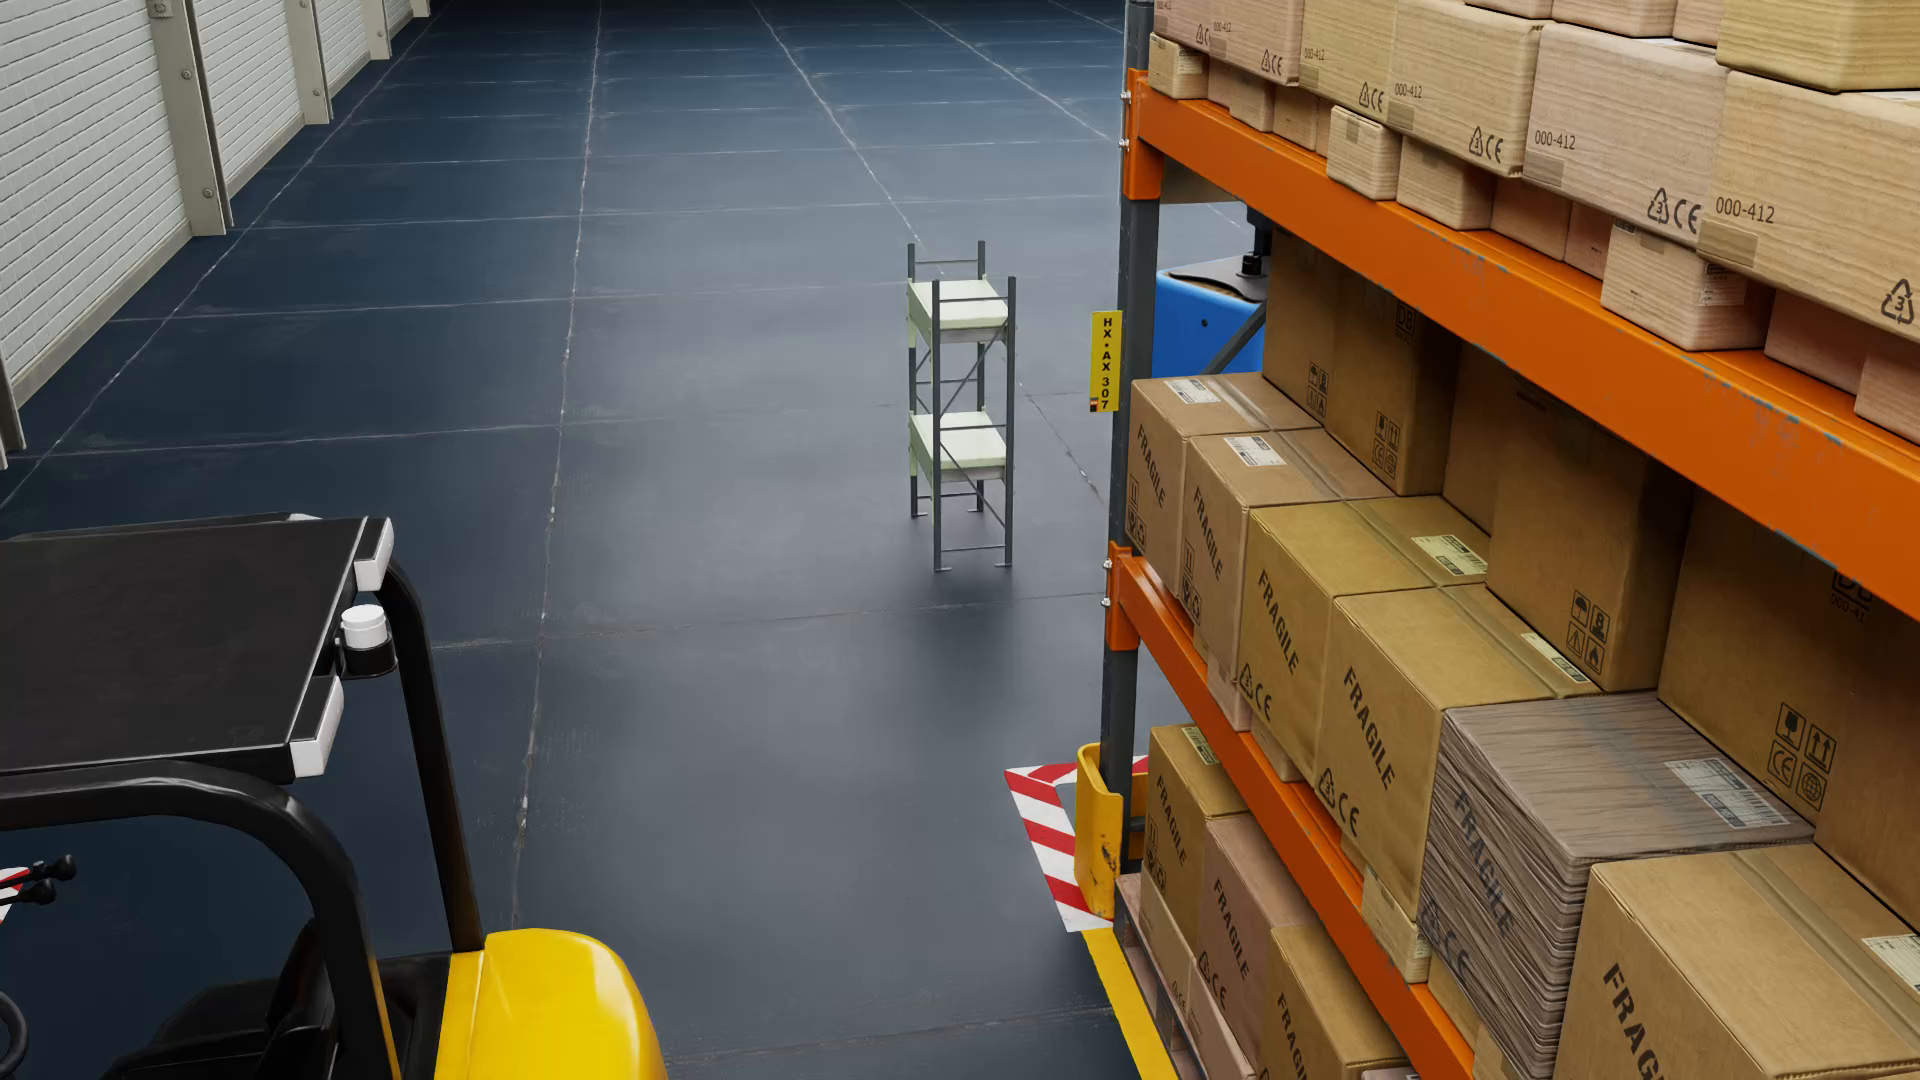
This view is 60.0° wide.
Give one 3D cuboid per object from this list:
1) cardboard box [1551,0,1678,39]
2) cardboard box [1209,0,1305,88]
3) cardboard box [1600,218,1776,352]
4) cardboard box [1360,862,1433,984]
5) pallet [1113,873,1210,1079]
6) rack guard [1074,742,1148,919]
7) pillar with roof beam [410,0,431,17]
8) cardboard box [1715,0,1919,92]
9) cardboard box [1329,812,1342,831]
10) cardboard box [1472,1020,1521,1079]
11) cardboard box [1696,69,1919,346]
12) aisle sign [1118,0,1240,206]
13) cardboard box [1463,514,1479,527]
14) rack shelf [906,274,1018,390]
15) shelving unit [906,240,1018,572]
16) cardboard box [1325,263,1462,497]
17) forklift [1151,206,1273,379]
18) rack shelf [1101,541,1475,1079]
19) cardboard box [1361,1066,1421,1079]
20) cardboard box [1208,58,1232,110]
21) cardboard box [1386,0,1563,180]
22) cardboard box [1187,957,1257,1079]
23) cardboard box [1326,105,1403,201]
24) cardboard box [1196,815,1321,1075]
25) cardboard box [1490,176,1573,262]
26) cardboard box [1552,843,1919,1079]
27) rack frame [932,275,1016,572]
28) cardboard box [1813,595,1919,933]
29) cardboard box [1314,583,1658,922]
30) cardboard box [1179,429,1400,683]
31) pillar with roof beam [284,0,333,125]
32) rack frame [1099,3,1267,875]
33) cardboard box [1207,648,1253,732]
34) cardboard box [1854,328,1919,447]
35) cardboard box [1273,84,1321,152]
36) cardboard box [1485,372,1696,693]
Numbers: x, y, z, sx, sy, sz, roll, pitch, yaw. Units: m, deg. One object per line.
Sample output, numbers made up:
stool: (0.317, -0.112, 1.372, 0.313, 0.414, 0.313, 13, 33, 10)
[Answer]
cardboard box: (1.152, -0.865, 2.553, 0.380, 0.149, 0.250, -4, 24, -9)
cardboard box: (0.907, -1.226, 3.877, 0.500, 0.250, 0.500, -5, 24, -11)
cardboard box: (1.197, -0.393, 2.469, 0.380, 0.149, 0.250, -4, 24, -8)
cardboard box: (1.080, 0.784, 3.521, 0.380, 0.149, 0.250, -4, 24, -9)
pallet: (1.122, 1.430, 5.212, 1.003, 0.211, 1.213, -4, 24, -10)
rack guard: (1.006, 0.976, 5.892, 1.175, 0.500, 0.348, -4, 24, -10)
pillar with roof beam: (-5.959, -14.358, 30.383, 9.100, 9.000, 0.400, -4, 24, -10)
cardboard box: (1.198, -0.658, 2.078, 0.380, 0.149, 0.250, -4, 24, -8)
cardboard box: (1.072, 0.575, 4.000, 0.380, 0.149, 0.250, -3, 24, -8)
cardboard box: (1.182, 0.985, 3.060, 0.380, 0.149, 0.250, -5, 24, -11)
cardboard box: (1.291, -0.421, 2.034, 0.500, 0.250, 0.500, -5, 24, -11)
aisle sign: (0.676, -1.393, 4.943, 0.394, 0.787, 0.004, -4, 24, -10)
cardboard box: (1.540, 0.205, 4.035, 0.500, 0.500, 0.500, -4, 24, -10)
rack shelf: (-0.001, -1.048, 8.300, 0.431, 0.370, 0.720, -4, 24, -10)
shelving unit: (-0.001, -0.690, 8.456, 0.431, 1.500, 0.755, -4, 24, -10)
cardboard box: (1.387, -0.456, 4.300, 0.700, 0.500, 0.500, -4, 24, -9)
forklift: (2.568, -2.083, 9.857, 3.031, 2.935, 1.130, -15, 28, -31)
rack shelf: (1.362, 0.916, 3.803, 1.077, 0.370, 4.000, -4, 24, -10)
cardboard box: (1.167, 1.484, 3.578, 0.500, 0.500, 0.500, -3, 24, -7)
cardboard box: (0.871, -1.208, 4.335, 0.380, 0.149, 0.250, -5, 24, -11)
cardboard box: (1.102, -0.821, 2.951, 0.500, 0.250, 0.500, -4, 24, -9)
cardboard box: (0.956, 1.407, 4.692, 0.500, 0.250, 0.500, -3, 24, -8)
cardboard box: (0.977, -0.797, 3.393, 0.380, 0.149, 0.250, -4, 24, -9)
cardboard box: (0.975, 1.076, 4.511, 0.500, 0.500, 0.500, -5, 24, -12)
cardboard box: (1.181, -0.603, 2.948, 0.380, 0.149, 0.250, -5, 24, -10)
cardboard box: (1.303, 0.833, 2.598, 0.500, 0.500, 0.500, -4, 24, -8)
rack frame: (0.066, -0.546, 8.126, 0.400, 1.500, 0.023, -4, 24, -10)
cardboard box: (1.790, 0.341, 2.475, 0.700, 0.500, 0.500, -4, 24, -9)
cardboard box: (1.103, 0.428, 3.526, 0.500, 0.500, 0.500, -5, 24, -11)
cardboard box: (0.906, 0.028, 4.441, 0.500, 0.500, 0.500, -4, 24, -8)
pillar with roof beam: (-3.740, -9.638, 19.575, 9.100, 9.000, 0.400, -4, 24, -10)
rack frame: (0.992, -0.200, 5.460, 1.000, 3.000, 0.127, -4, 24, -10)
cardboard box: (0.883, 0.376, 4.455, 0.380, 0.149, 0.250, -4, 24, -9)
cardboard box: (1.342, -0.192, 2.009, 0.380, 0.149, 0.250, -4, 24, -9)
cardboard box: (0.956, -1.006, 3.872, 0.380, 0.149, 0.250, -4, 24, -10)
cardboard box: (1.538, -0.056, 3.385, 0.700, 0.500, 0.500, -4, 24, -10)
